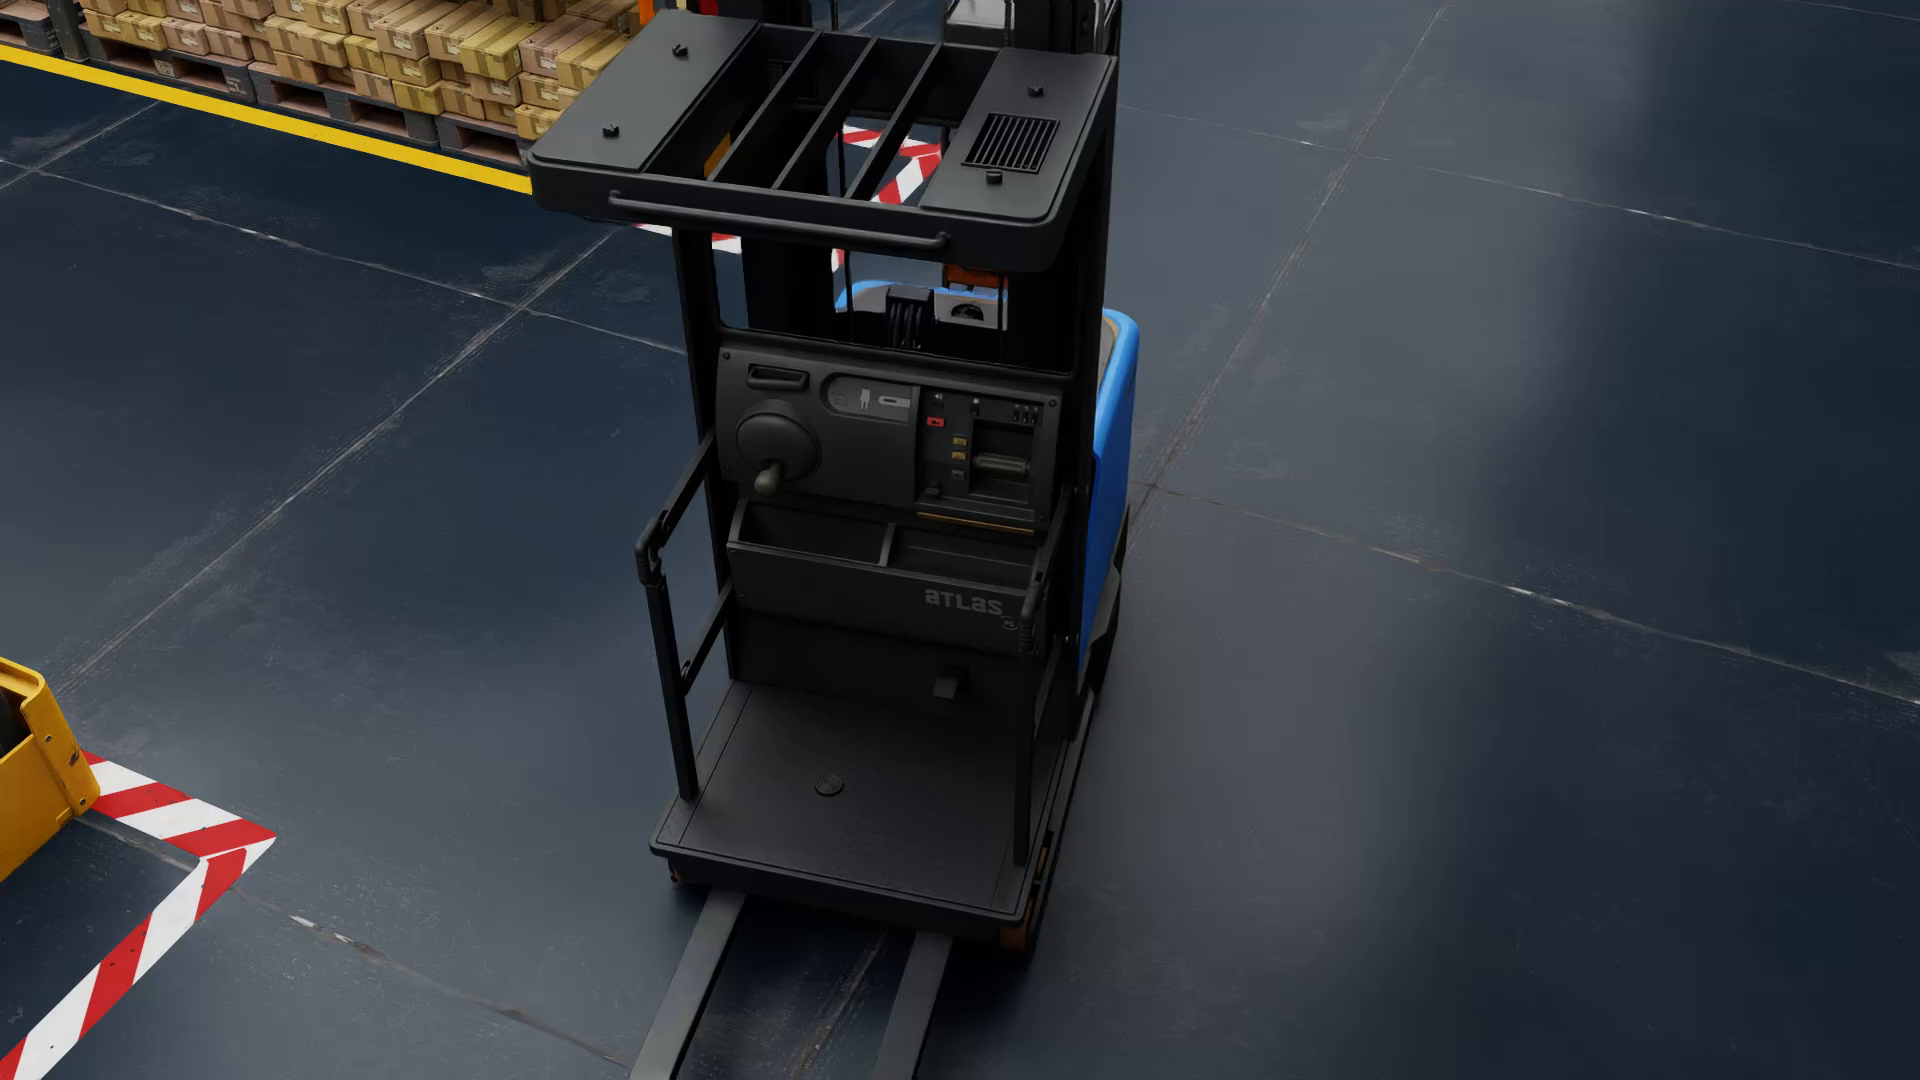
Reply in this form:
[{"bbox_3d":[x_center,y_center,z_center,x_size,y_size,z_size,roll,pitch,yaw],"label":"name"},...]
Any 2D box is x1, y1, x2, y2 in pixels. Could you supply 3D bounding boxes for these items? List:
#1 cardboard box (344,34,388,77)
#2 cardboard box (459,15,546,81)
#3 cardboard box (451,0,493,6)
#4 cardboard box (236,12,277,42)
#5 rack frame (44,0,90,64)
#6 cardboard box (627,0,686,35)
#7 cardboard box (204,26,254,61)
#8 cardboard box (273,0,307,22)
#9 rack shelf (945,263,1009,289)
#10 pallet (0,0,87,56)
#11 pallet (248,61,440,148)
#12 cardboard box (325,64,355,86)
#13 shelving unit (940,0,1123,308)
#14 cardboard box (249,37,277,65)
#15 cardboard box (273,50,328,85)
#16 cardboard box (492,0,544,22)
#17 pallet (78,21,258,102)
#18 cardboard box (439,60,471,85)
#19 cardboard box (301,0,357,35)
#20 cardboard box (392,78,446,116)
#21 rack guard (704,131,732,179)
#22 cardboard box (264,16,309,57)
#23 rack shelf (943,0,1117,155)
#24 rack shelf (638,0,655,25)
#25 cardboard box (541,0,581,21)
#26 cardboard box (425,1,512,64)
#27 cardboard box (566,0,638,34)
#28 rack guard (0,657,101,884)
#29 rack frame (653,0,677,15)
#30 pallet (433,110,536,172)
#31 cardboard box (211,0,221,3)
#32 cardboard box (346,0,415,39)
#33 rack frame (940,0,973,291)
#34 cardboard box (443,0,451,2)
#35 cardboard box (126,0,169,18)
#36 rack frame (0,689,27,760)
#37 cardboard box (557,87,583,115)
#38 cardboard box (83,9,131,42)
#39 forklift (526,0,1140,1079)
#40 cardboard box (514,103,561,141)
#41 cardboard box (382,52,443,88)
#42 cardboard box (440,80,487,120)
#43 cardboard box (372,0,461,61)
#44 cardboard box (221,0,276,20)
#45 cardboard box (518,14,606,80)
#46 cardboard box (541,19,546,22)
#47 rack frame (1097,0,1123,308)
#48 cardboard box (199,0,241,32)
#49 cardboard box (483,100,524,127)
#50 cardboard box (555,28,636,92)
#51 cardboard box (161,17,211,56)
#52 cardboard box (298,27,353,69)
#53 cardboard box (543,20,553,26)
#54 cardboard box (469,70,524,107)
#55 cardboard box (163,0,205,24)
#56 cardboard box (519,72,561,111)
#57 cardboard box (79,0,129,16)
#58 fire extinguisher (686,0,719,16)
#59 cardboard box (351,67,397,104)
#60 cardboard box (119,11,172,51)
[{"bbox_3d":[-2.917,-2.539,8.519,0.250,0.149,0.380,19,44,21],"label":"cardboard box"},{"bbox_3d":[-2.226,-2.411,8.143,0.250,0.149,0.380,16,43,18],"label":"cardboard box"},{"bbox_3d":[-2.460,-2.914,8.723,0.250,0.149,0.380,19,44,20],"label":"cardboard box"},{"bbox_3d":[-3.593,-2.790,8.808,0.250,0.149,0.380,19,44,21],"label":"cardboard box"},{"bbox_3d":[-4.772,-4.116,8.708,0.127,3.000,1.000,17,44,19],"label":"rack frame"},{"bbox_3d":[-1.478,-2.661,8.432,0.250,0.149,0.380,15,43,17],"label":"cardboard box"},{"bbox_3d":[-3.838,-2.754,8.993,0.250,0.149,0.380,16,43,18],"label":"cardboard box"},{"bbox_3d":[-3.349,-2.847,8.647,0.250,0.149,0.380,15,43,17],"label":"cardboard box"},{"bbox_3d":[0.230,-0.975,5.793,0.480,0.518,0.431,9,42,10],"label":"rack shelf"},{"bbox_3d":[-5.478,-3.277,9.870,1.213,0.211,1.003,17,44,19],"label":"pallet"},{"bbox_3d":[-3.039,-2.560,9.043,1.213,0.211,1.003,17,44,19],"label":"pallet"},{"bbox_3d":[-3.115,-2.543,8.750,0.250,0.149,0.380,18,44,20],"label":"cardboard box"},{"bbox_3d":[0.230,-0.986,5.784,0.503,2.100,0.431,9,42,10],"label":"shelving unit"},{"bbox_3d":[-3.580,-2.700,8.931,0.250,0.149,0.380,15,43,17],"label":"cardboard box"},{"bbox_3d":[-3.385,-2.571,8.782,0.250,0.149,0.380,16,43,17],"label":"cardboard box"},{"bbox_3d":[-2.213,-2.832,8.628,0.250,0.149,0.380,15,43,17],"label":"cardboard box"},{"bbox_3d":[-4.148,-2.897,9.431,1.213,0.211,1.003,17,44,19],"label":"pallet"},{"bbox_3d":[-2.418,-2.457,8.424,0.250,0.149,0.380,16,44,18],"label":"cardboard box"},{"bbox_3d":[-3.142,-2.756,8.541,0.250,0.149,0.380,17,44,19],"label":"cardboard box"},{"bbox_3d":[-2.678,-2.341,8.517,0.250,0.149,0.380,15,43,17],"label":"cardboard box"},{"bbox_3d":[-1.216,-2.085,8.274,0.348,0.500,1.175,17,44,19],"label":"rack guard"},{"bbox_3d":[-3.391,-2.682,8.684,0.250,0.149,0.380,17,44,18],"label":"cardboard box"},{"bbox_3d":[0.230,-1.504,5.334,0.480,0.518,0.431,9,42,10],"label":"rack shelf"},{"bbox_3d":[-2.960,-3.290,8.305,4.000,0.370,1.077,17,44,19],"label":"rack shelf"},{"bbox_3d":[-1.953,-2.812,8.606,0.250,0.149,0.380,17,44,19],"label":"cardboard box"},{"bbox_3d":[-2.434,-2.520,8.269,0.250,0.149,0.380,15,43,17],"label":"cardboard box"},{"bbox_3d":[-1.779,-2.666,8.438,0.250,0.149,0.380,18,44,19],"label":"cardboard box"},{"bbox_3d":[-3.127,0.909,4.820,0.348,0.500,1.175,17,44,19],"label":"rack guard"},{"bbox_3d":[-1.147,-3.008,7.431,0.127,3.000,1.000,17,44,19],"label":"rack frame"},{"bbox_3d":[-1.937,-2.222,8.652,1.213,0.211,1.003,17,44,19],"label":"pallet"},{"bbox_3d":[-3.827,-2.993,8.815,0.250,0.149,0.380,16,43,18],"label":"cardboard box"},{"bbox_3d":[-2.893,-2.700,8.477,0.250,0.149,0.380,16,43,17],"label":"cardboard box"},{"bbox_3d":[-0.006,-1.024,5.828,0.015,2.100,0.400,9,42,10],"label":"rack frame"},{"bbox_3d":[-2.679,-3.014,8.839,0.250,0.149,0.380,18,44,19],"label":"cardboard box"},{"bbox_3d":[-4.312,-3.003,9.053,0.250,0.149,0.380,17,44,19],"label":"cardboard box"},{"bbox_3d":[-3.148,-0.042,4.008,0.127,3.000,1.000,17,44,19],"label":"rack frame"},{"bbox_3d":[-1.746,-2.179,8.102,0.250,0.149,0.380,16,43,18],"label":"cardboard box"},{"bbox_3d":[-4.578,-2.906,9.168,0.250,0.149,0.380,15,43,17],"label":"cardboard box"},{"bbox_3d":[-0.246,-0.189,4.230,1.130,2.935,3.031,9,42,10],"label":"forklift"},{"bbox_3d":[-1.988,-2.123,8.265,0.250,0.149,0.380,18,44,20],"label":"cardboard box"},{"bbox_3d":[-2.692,-2.457,8.424,0.250,0.149,0.380,18,44,19],"label":"cardboard box"},{"bbox_3d":[-2.420,-2.308,8.478,0.250,0.149,0.380,17,44,19],"label":"cardboard box"},{"bbox_3d":[-2.701,-2.561,8.317,0.250,0.149,0.380,19,44,20],"label":"cardboard box"},{"bbox_3d":[-3.631,-2.874,8.677,0.250,0.149,0.380,18,44,20],"label":"cardboard box"},{"bbox_3d":[-1.937,-2.414,8.147,0.250,0.149,0.380,18,44,19],"label":"cardboard box"},{"bbox_3d":[-2.183,-2.760,8.773,0.250,0.149,0.380,18,44,20],"label":"cardboard box"},{"bbox_3d":[0.467,-0.947,5.740,0.015,2.100,0.400,9,42,10],"label":"rack frame"},{"bbox_3d":[-3.832,-2.880,8.912,0.250,0.149,0.380,15,43,16],"label":"cardboard box"},{"bbox_3d":[-2.191,-2.247,8.408,0.250,0.149,0.380,17,44,18],"label":"cardboard box"},{"bbox_3d":[-1.734,-2.311,8.027,0.250,0.149,0.380,17,44,19],"label":"cardboard box"},{"bbox_3d":[-4.089,-2.794,9.039,0.250,0.149,0.380,17,44,18],"label":"cardboard box"},{"bbox_3d":[-3.178,-2.599,8.588,0.250,0.149,0.380,17,44,19],"label":"cardboard box"},{"bbox_3d":[-1.997,-2.624,8.616,0.250,0.149,0.380,18,44,19],"label":"cardboard box"},{"bbox_3d":[-2.218,-2.322,8.267,0.250,0.149,0.380,15,43,17],"label":"cardboard box"},{"bbox_3d":[-4.076,-2.957,9.000,0.250,0.149,0.380,17,44,18],"label":"cardboard box"},{"bbox_3d":[-1.960,-2.283,8.223,0.250,0.149,0.380,16,43,18],"label":"cardboard box"},{"bbox_3d":[-4.579,-3.019,9.072,0.250,0.149,0.380,19,44,21],"label":"cardboard box"},{"bbox_3d":[-1.114,-2.494,7.181,0.183,0.674,0.296,17,44,19],"label":"fire extinguisher"},{"bbox_3d":[-2.917,-2.429,8.618,0.250,0.149,0.380,18,44,19],"label":"cardboard box"},{"bbox_3d":[-4.337,-2.832,9.083,0.250,0.149,0.380,18,44,20],"label":"cardboard box"}]
